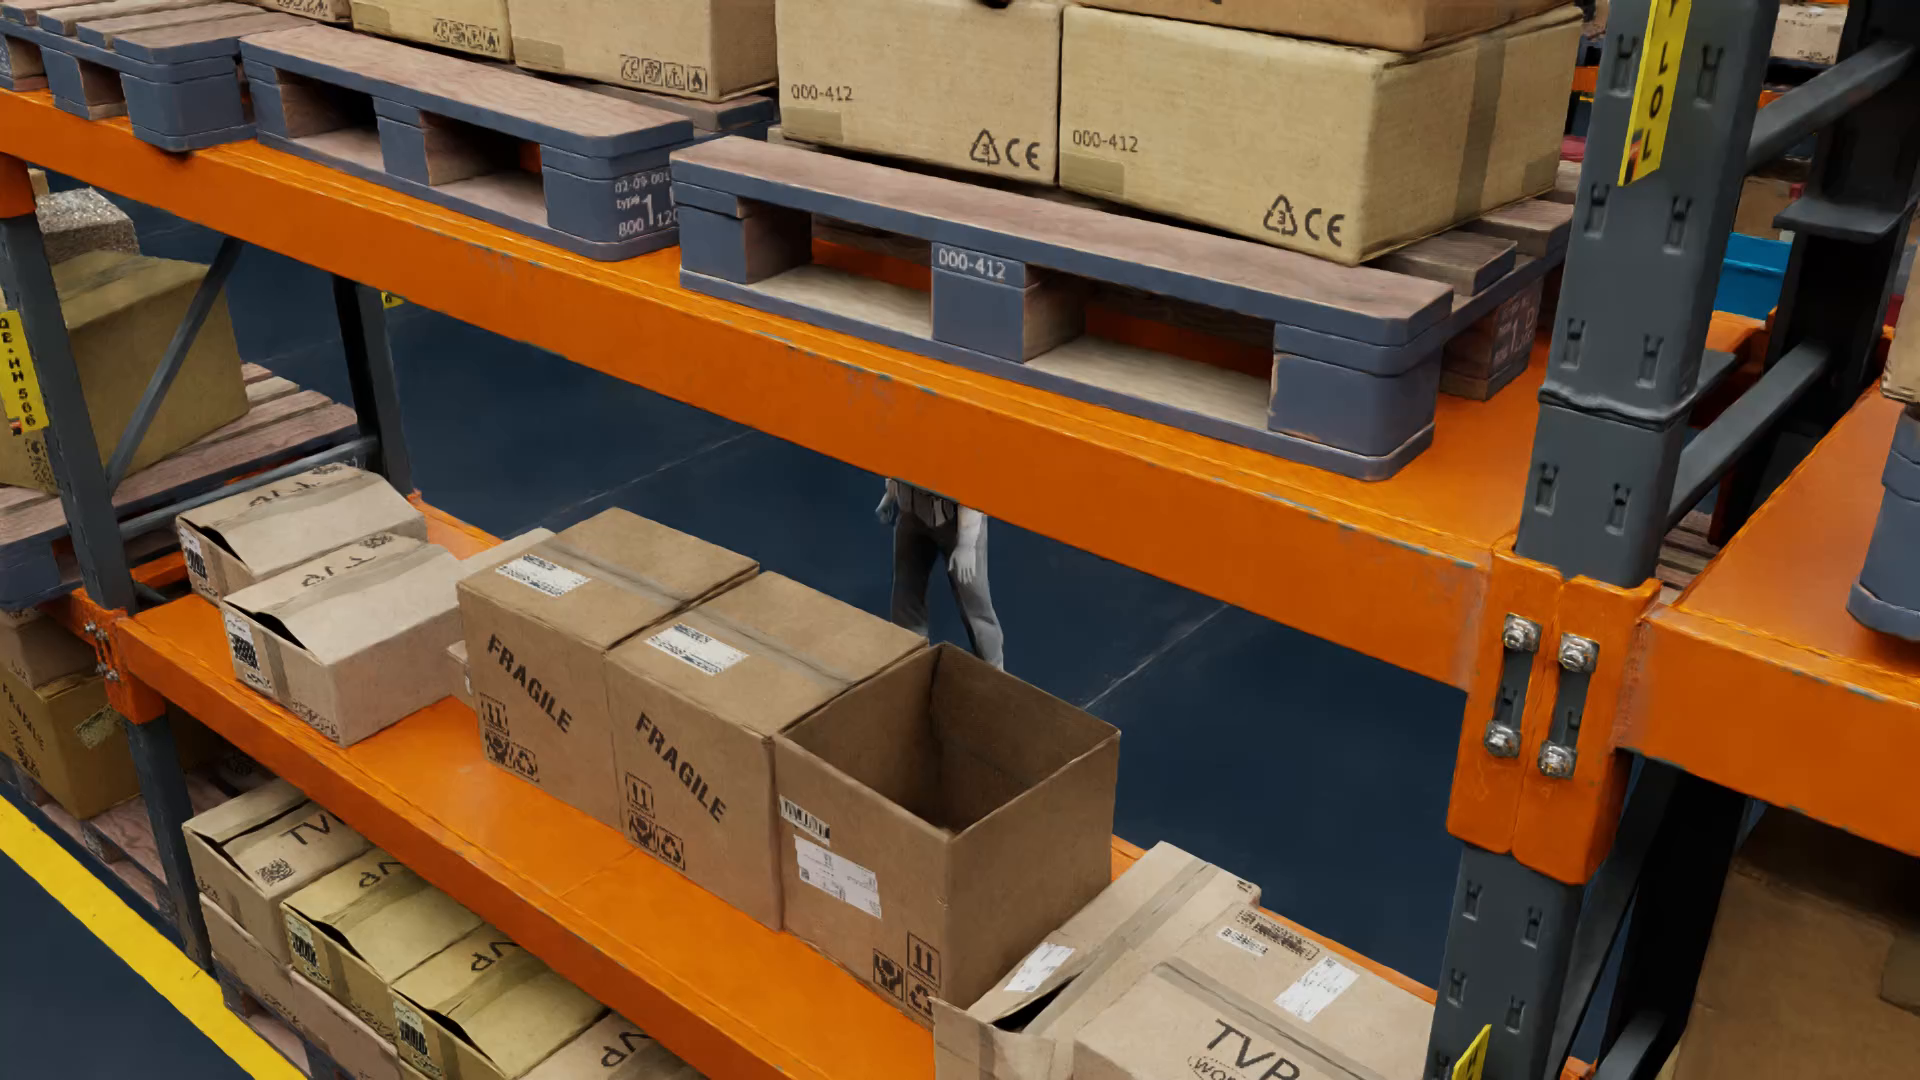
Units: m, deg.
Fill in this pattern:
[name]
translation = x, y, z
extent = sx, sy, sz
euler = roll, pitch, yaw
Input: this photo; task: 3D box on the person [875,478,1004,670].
[person]
translation = -0.127, -0.081, 6.208
extent = 0.553, 1.668, 0.601
euler = -21, 34, -35
